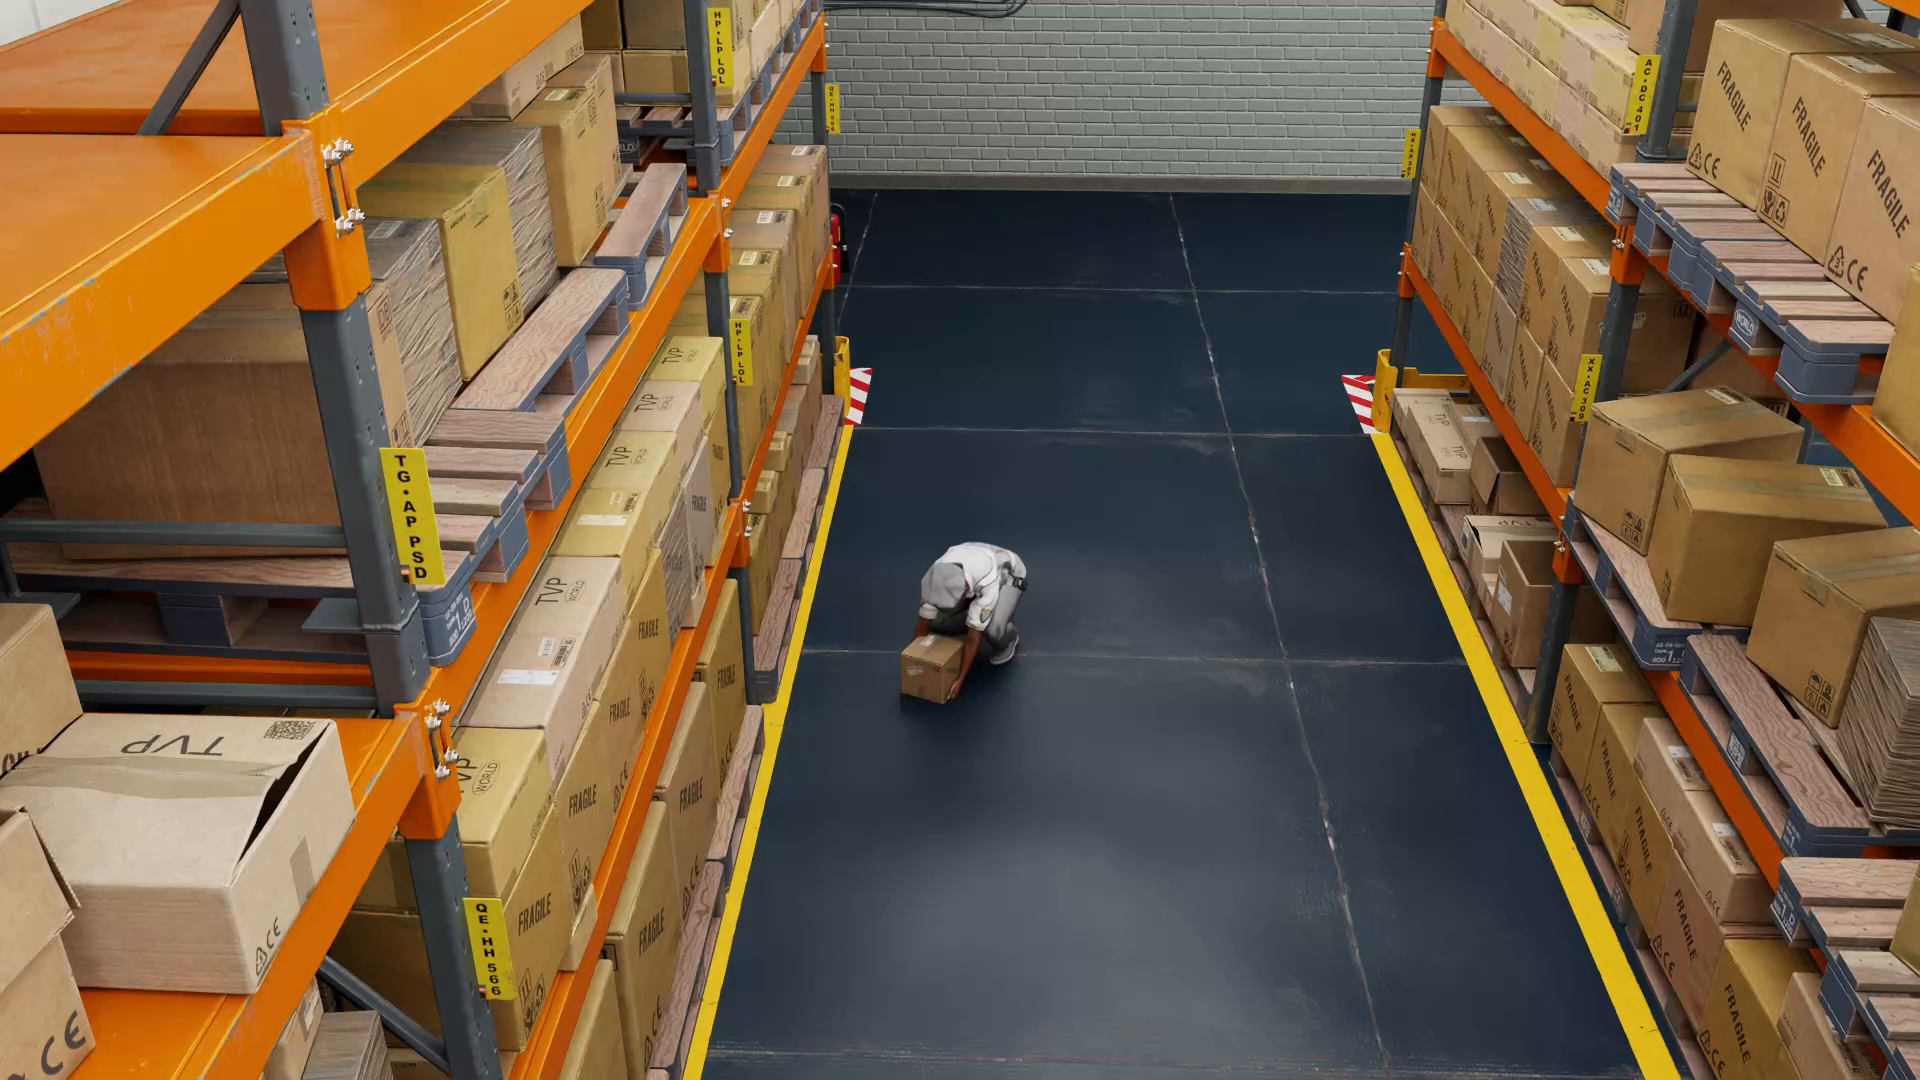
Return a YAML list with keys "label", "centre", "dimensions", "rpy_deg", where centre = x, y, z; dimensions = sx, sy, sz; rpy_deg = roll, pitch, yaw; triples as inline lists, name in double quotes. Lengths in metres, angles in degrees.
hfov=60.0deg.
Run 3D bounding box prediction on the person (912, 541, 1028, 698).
- label: "person"
  centre: [0.054, 0.368, 8.958]
  dimensions: [0.477, 0.845, 0.899]
  rpy_deg: [13, 31, 23]
